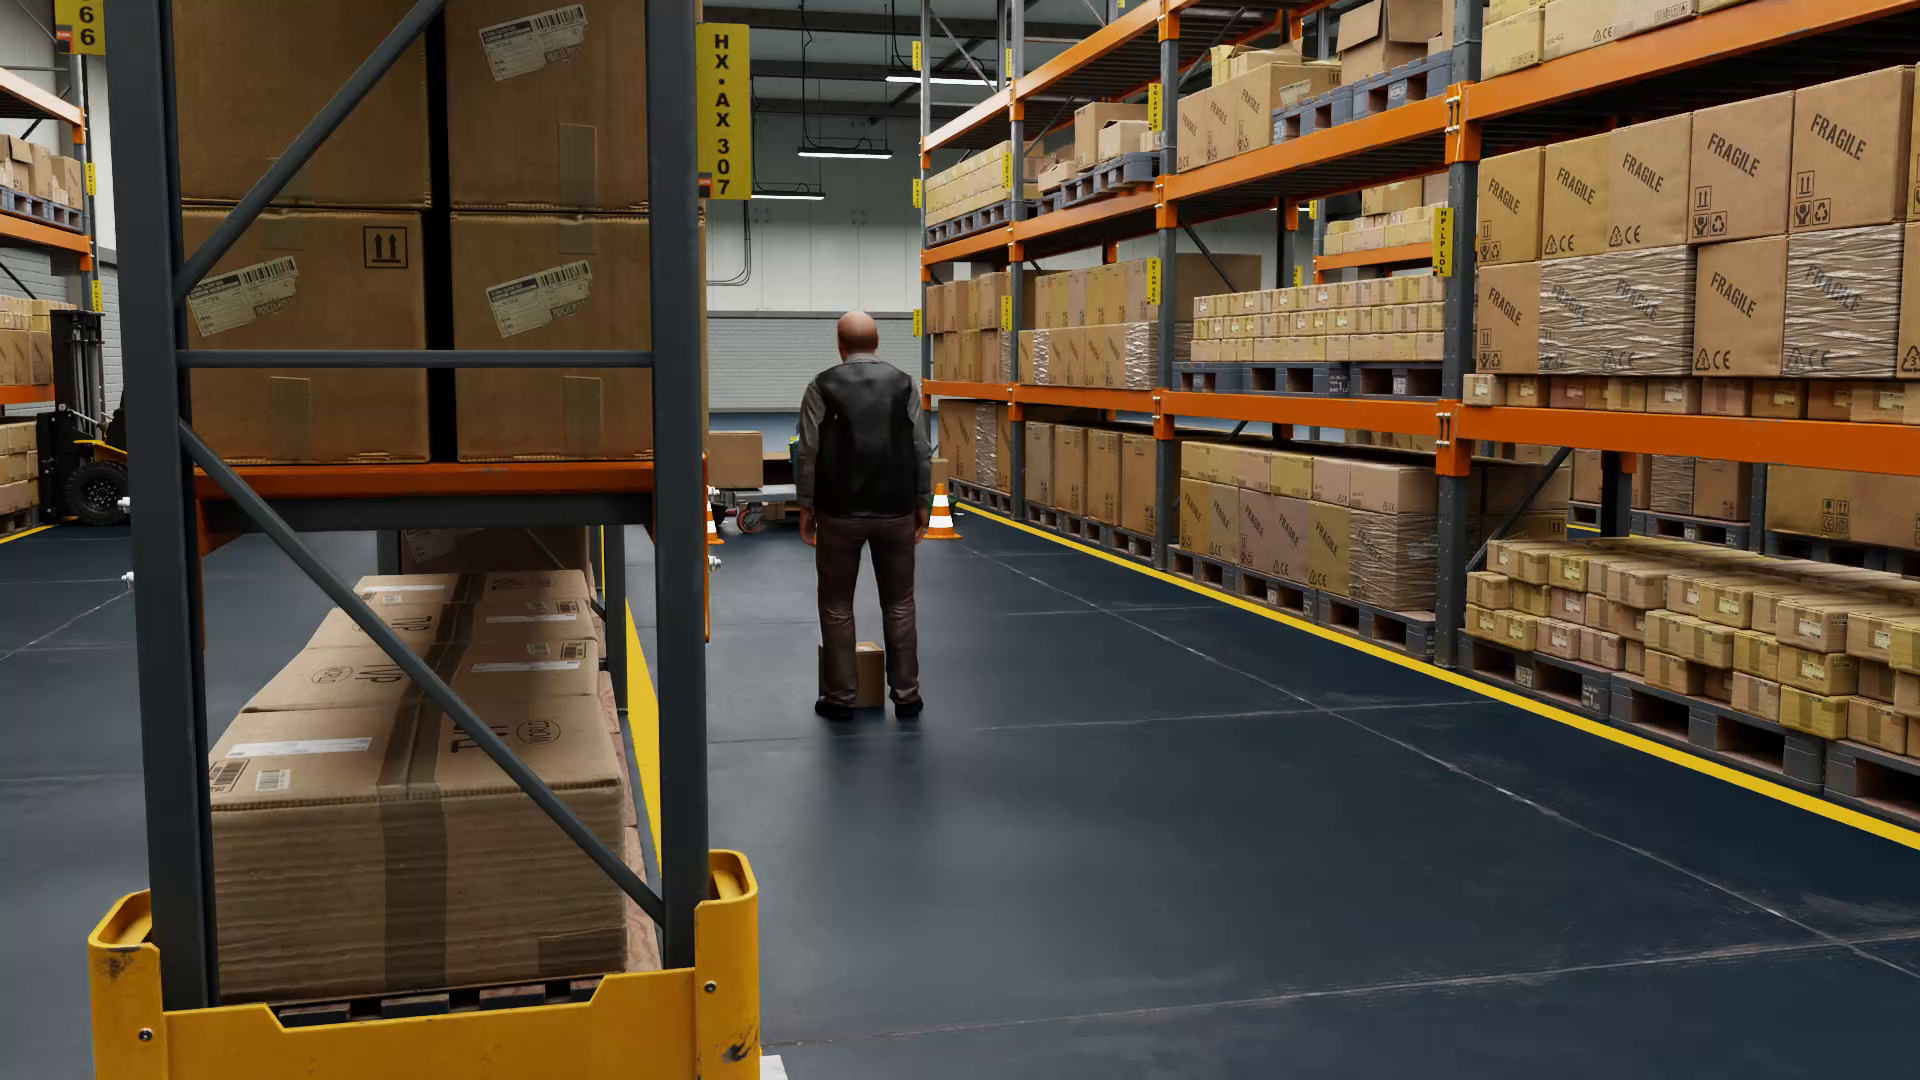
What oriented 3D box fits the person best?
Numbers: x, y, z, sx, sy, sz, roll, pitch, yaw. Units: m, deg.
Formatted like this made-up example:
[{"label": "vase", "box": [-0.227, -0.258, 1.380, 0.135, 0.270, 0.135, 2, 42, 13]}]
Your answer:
[{"label": "person", "box": [-0.402, -0.103, 7.031, 0.580, 1.720, 0.421, -1, 6, -14]}]
